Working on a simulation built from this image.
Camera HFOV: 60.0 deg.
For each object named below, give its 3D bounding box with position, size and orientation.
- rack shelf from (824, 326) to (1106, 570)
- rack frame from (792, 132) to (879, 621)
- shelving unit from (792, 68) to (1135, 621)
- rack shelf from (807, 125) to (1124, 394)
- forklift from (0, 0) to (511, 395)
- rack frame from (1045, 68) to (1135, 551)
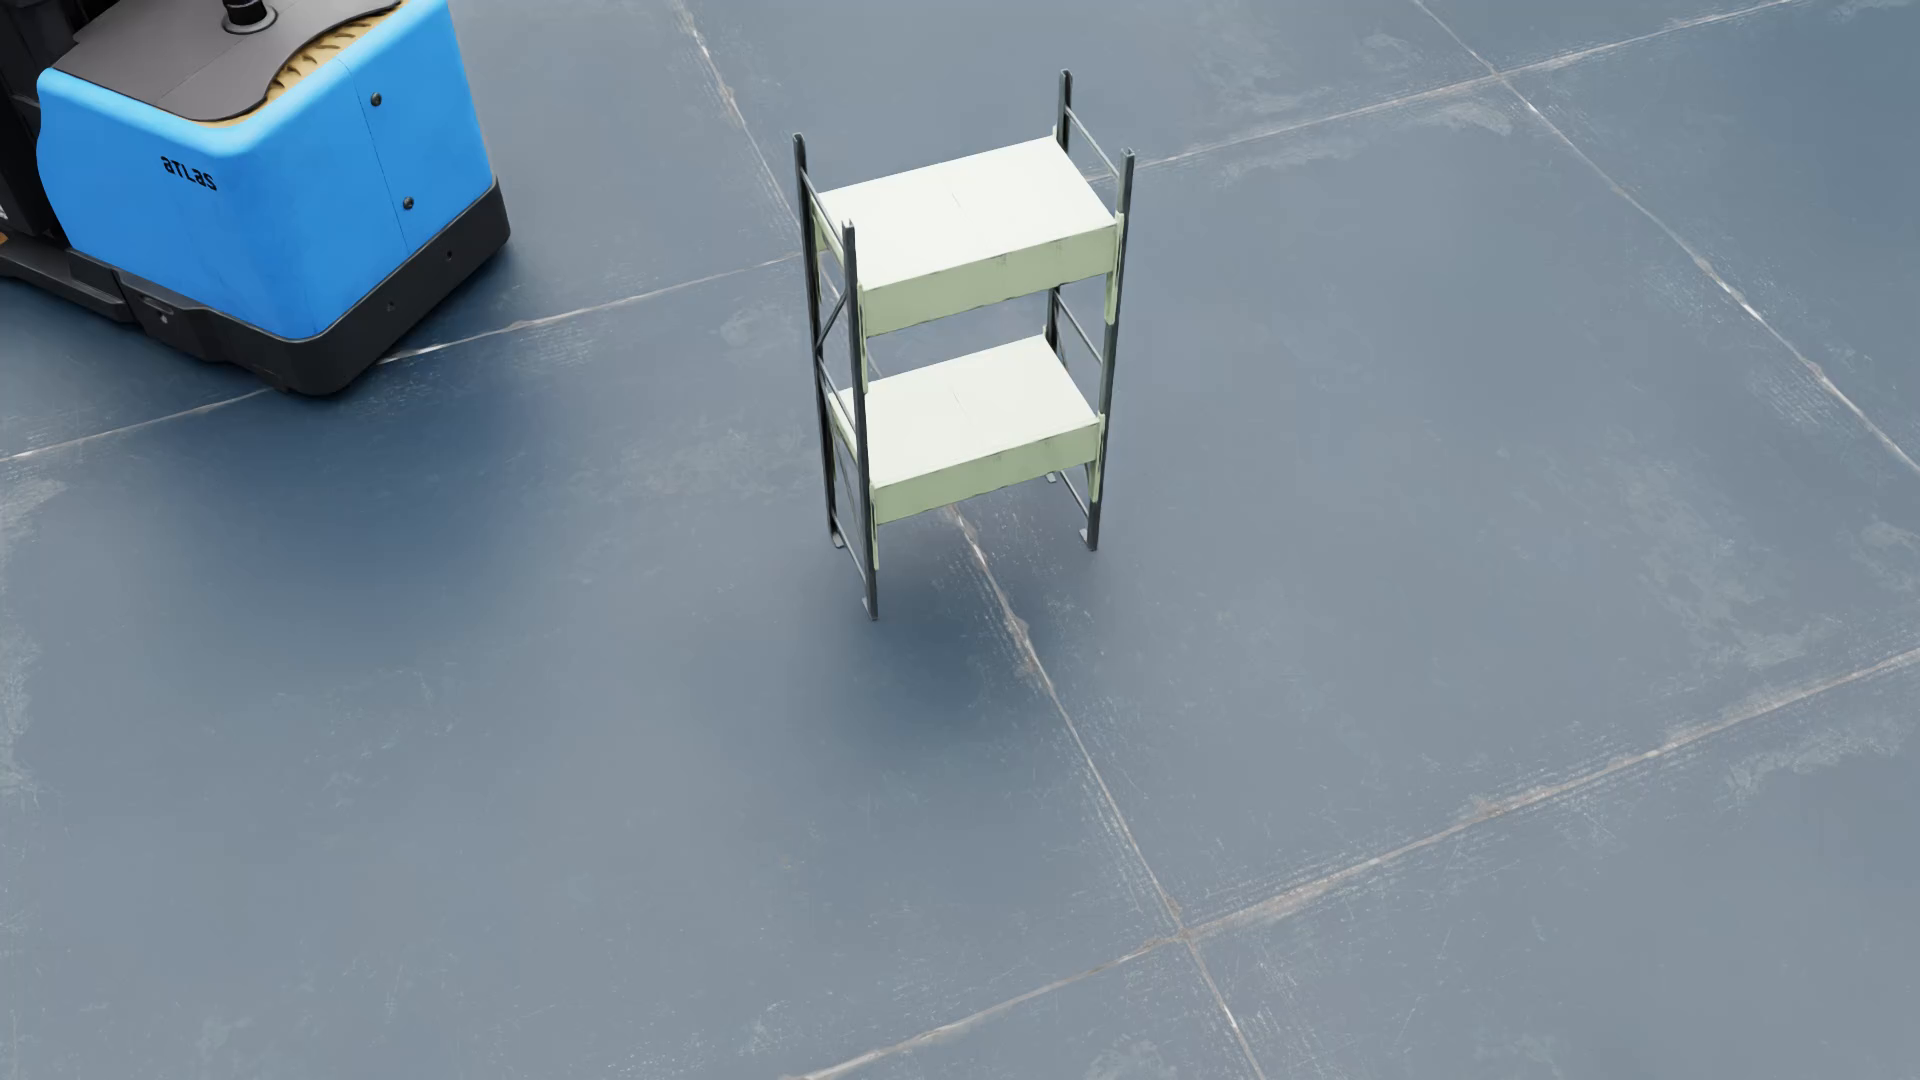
[{"bbox_3d":[0.006,-0.278,4.930,0.720,0.370,0.431,-17,52,-14],"label":"rack shelf"},{"bbox_3d":[-0.333,-0.386,4.593,0.023,1.500,0.400,-17,52,-14],"label":"rack frame"},{"bbox_3d":[0.006,-0.491,4.683,0.755,1.500,0.431,-17,52,-14],"label":"shelving unit"},{"bbox_3d":[0.006,-0.745,4.387,0.720,0.370,0.431,-17,52,-14],"label":"rack shelf"},{"bbox_3d":[-3.199,-2.257,5.257,3.031,2.935,1.130,22,53,18],"label":"forklift"},{"bbox_3d":[0.345,-0.596,4.773,0.023,1.500,0.400,-17,52,-14],"label":"rack frame"}]
